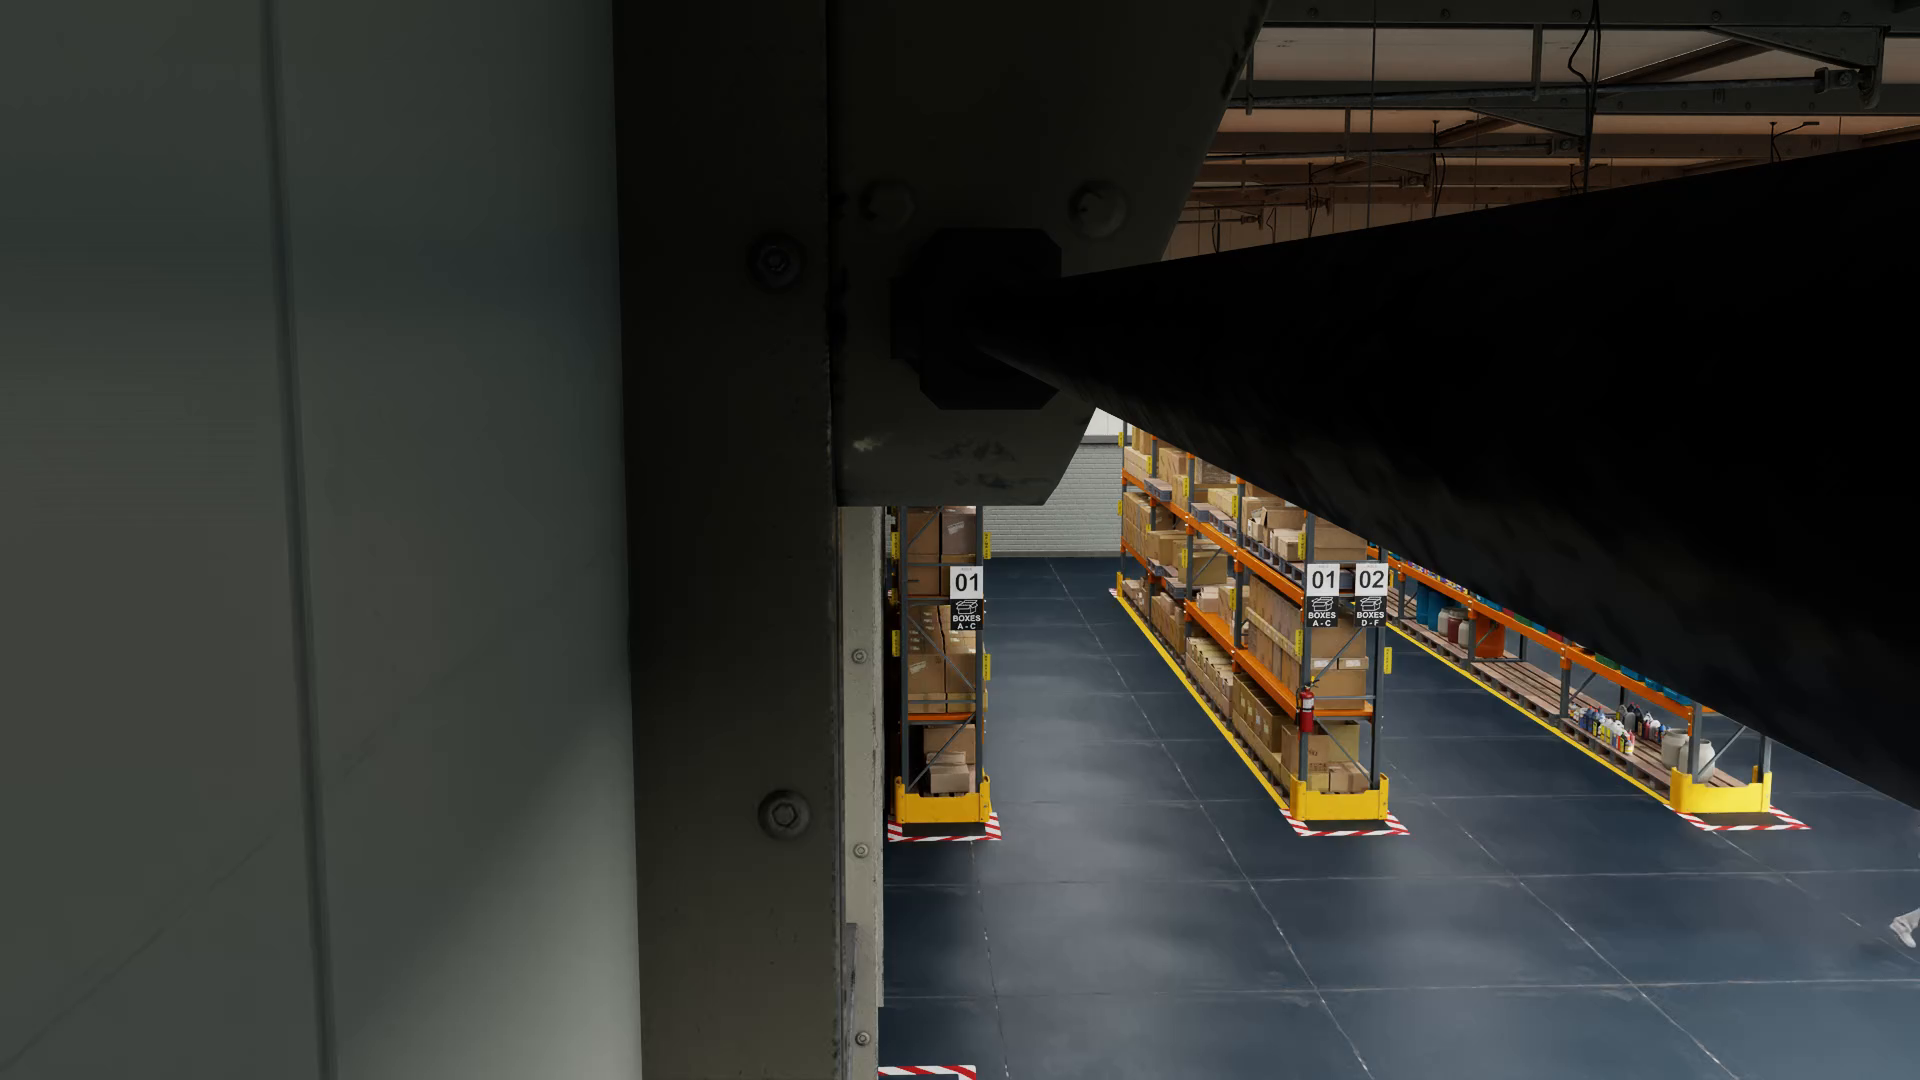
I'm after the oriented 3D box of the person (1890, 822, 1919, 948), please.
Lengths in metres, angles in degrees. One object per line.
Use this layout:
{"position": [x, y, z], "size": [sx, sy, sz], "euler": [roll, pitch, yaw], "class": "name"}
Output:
{"position": [9.624, 3.179, 16.177], "size": [0.963, 1.751, 0.661], "euler": [3, 9, 21], "class": "person"}
